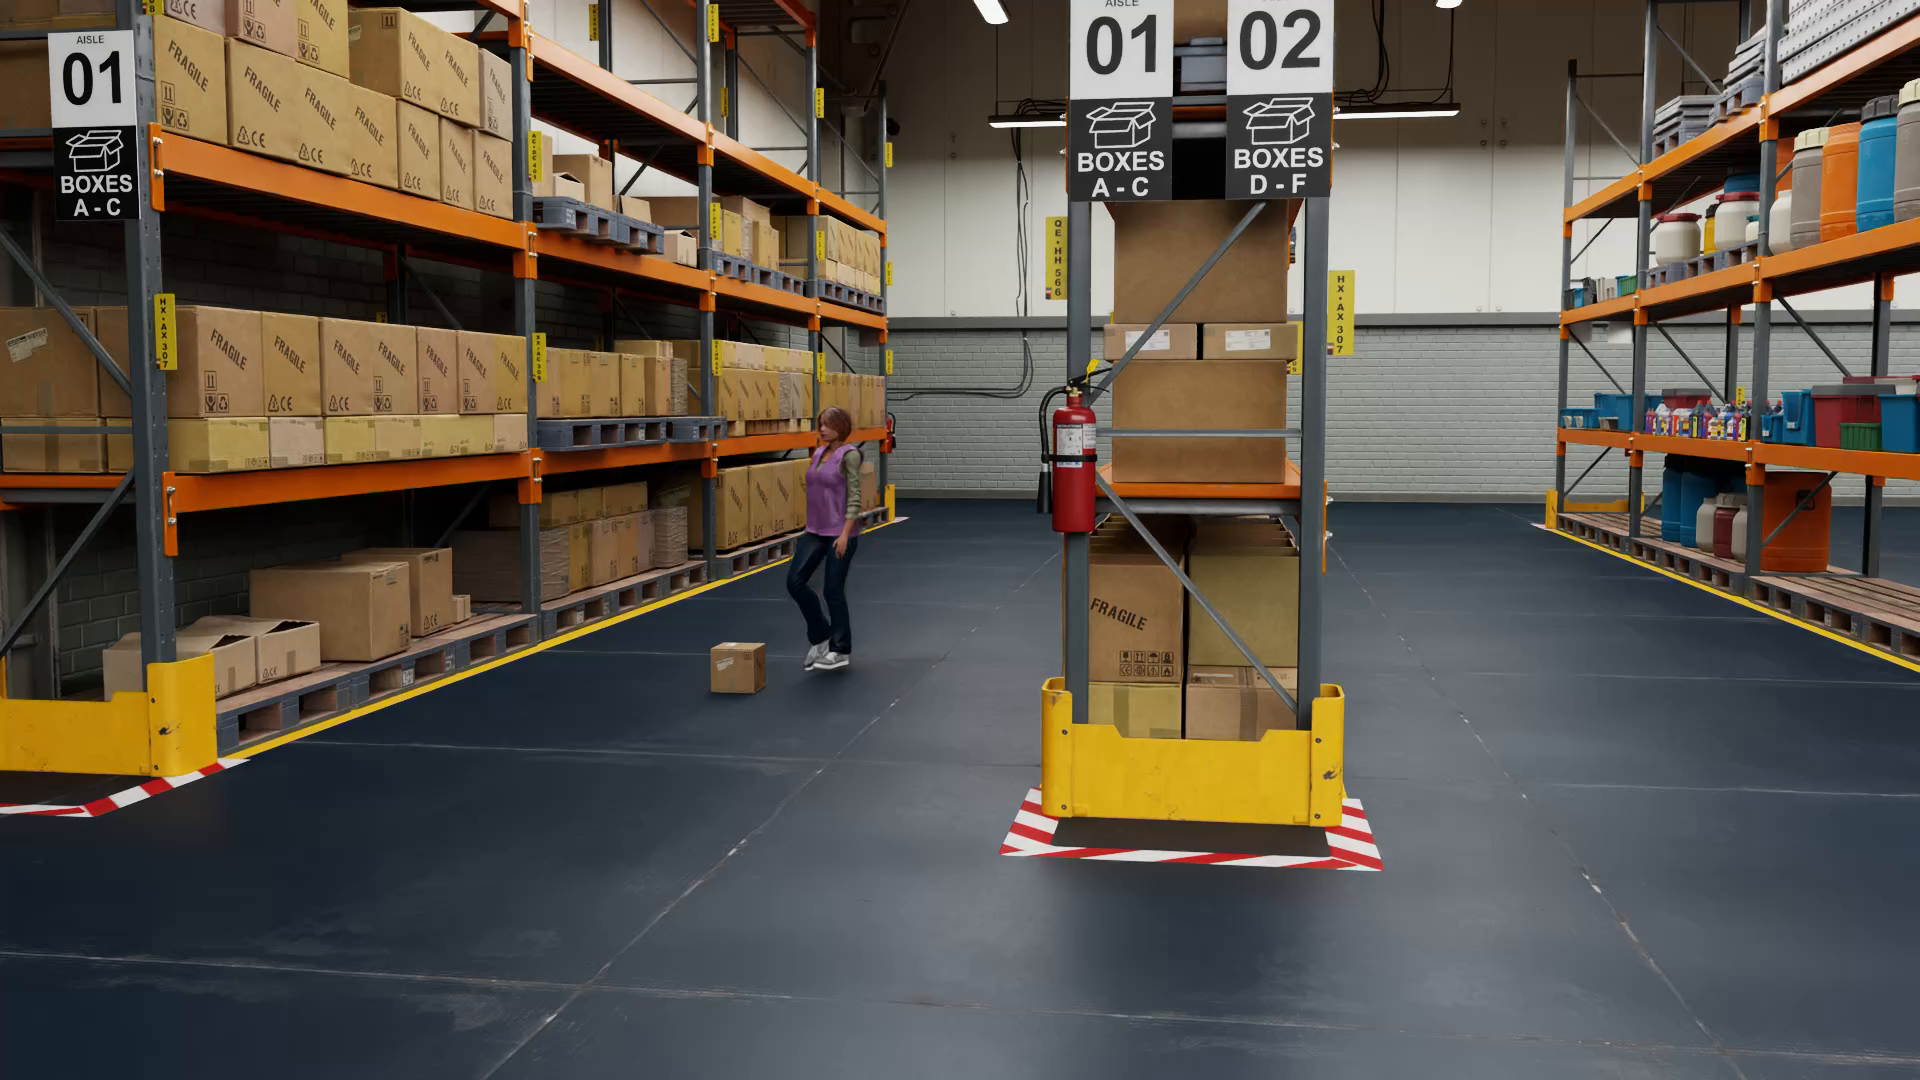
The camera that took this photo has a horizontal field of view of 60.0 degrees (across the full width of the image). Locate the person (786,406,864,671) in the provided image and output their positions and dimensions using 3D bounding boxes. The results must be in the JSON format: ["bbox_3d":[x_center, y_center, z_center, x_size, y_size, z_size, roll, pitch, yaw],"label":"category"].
[{"bbox_3d":[-0.808,-0.001,10.023,0.466,1.610,0.412,4,6,41],"label":"person"}]
